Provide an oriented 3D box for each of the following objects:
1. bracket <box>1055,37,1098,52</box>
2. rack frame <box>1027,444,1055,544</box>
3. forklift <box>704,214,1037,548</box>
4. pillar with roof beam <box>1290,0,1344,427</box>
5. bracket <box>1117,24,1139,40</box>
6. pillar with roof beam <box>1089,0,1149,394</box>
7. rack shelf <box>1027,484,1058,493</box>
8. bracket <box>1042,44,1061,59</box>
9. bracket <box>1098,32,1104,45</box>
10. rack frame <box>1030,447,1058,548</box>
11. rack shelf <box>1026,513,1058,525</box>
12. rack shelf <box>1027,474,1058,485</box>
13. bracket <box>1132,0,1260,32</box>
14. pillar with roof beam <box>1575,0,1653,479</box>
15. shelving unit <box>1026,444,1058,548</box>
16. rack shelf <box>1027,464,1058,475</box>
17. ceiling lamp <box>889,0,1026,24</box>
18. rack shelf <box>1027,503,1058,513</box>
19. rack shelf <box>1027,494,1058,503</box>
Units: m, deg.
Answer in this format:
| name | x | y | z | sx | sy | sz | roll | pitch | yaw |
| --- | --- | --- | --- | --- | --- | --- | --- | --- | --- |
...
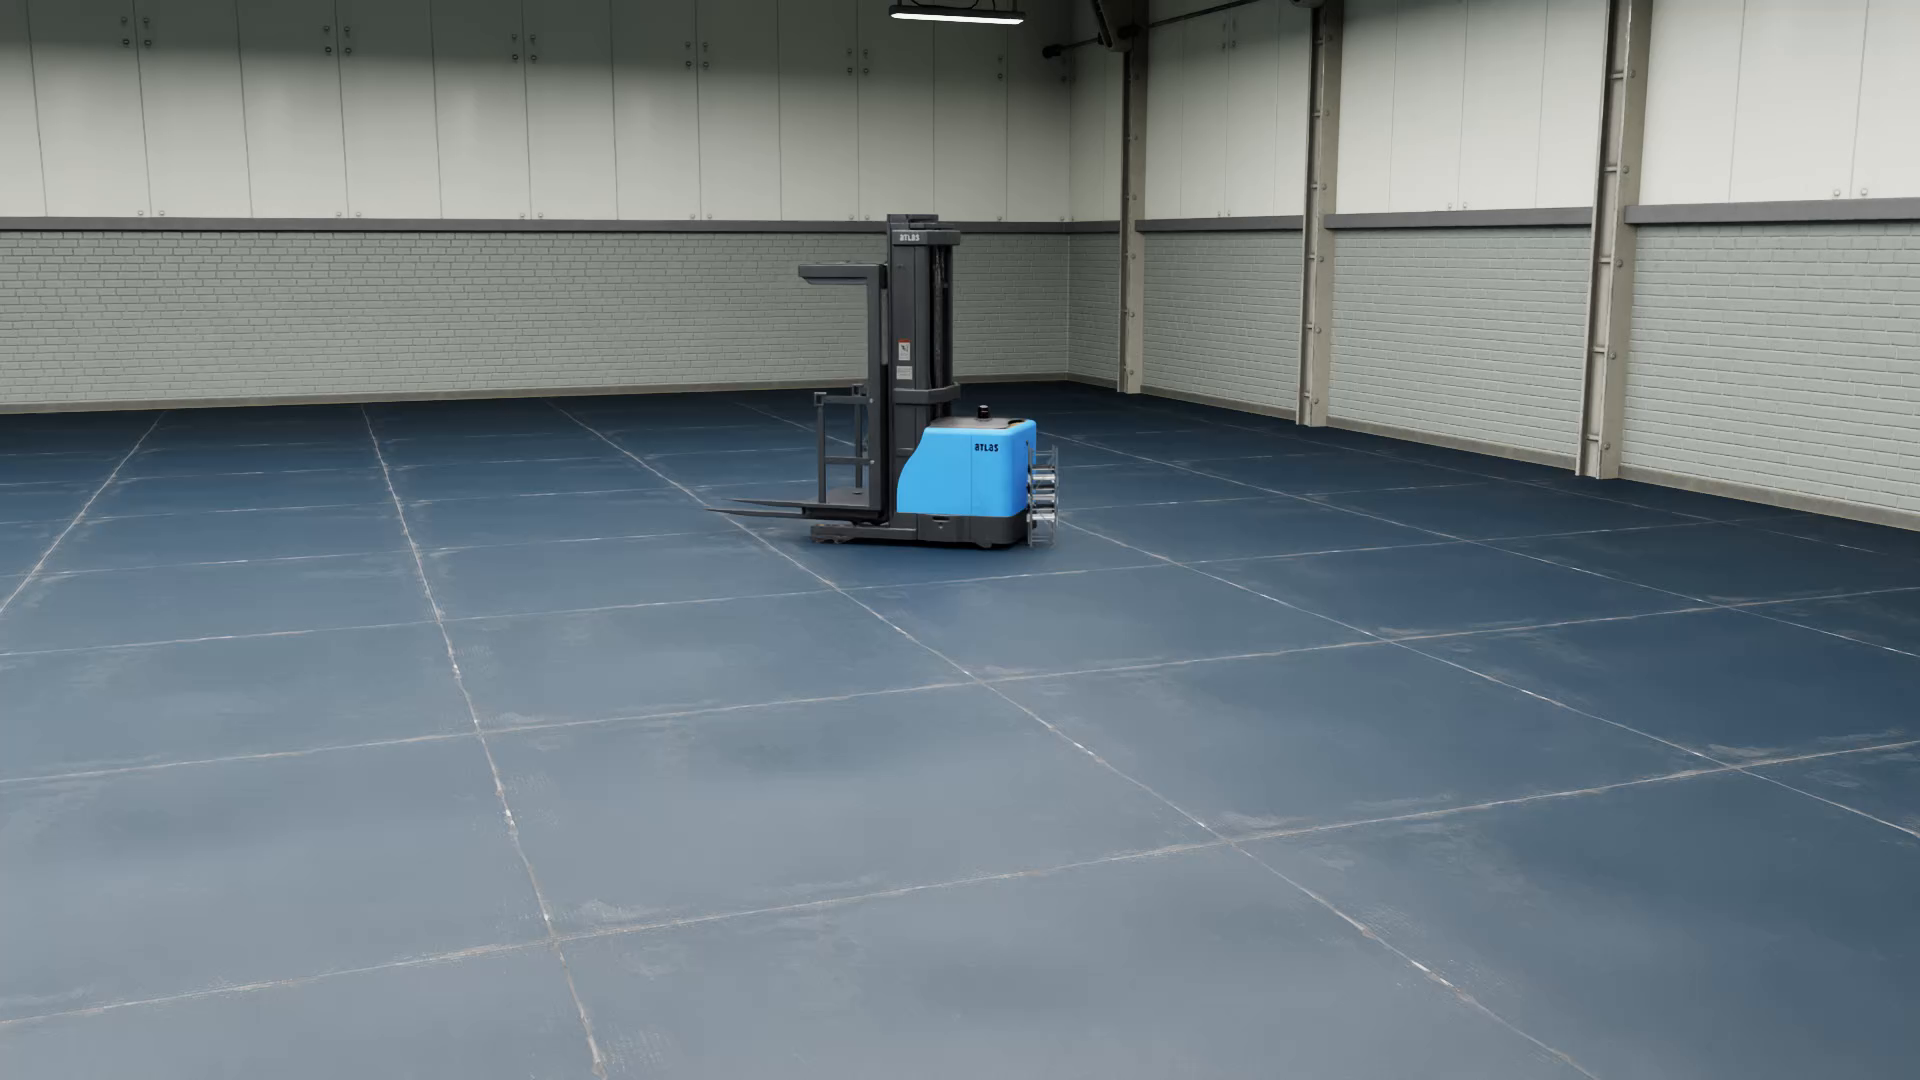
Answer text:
| name | x | y | z | sx | sy | sz | roll | pitch | yaw |
| --- | --- | --- | --- | --- | --- | --- | --- | --- | --- |
| bracket | 1.976 | -9.241 | 31.230 | 0.076 | 0.066 | 3.189 | -4 | 11 | -21 |
| rack frame | 0.729 | -0.413 | 15.000 | 0.240 | 0.900 | 0.006 | -1 | 10 | -4 |
| forklift | -0.857 | -1.495 | 15.284 | 3.031 | 2.935 | 1.130 | 3 | 10 | 16 |
| pillar with roof beam | 1.264 | -5.881 | 22.617 | 9.100 | 9.000 | 0.548 | -4 | 11 | -21 |
| bracket | 2.922 | -8.816 | 28.836 | 0.235 | 0.232 | 0.430 | -4 | 11 | -21 |
| pillar with roof beam | -0.910 | -6.860 | 28.123 | 9.100 | 9.000 | 0.548 | -4 | 11 | -21 |
| rack shelf | 0.737 | -0.451 | 14.890 | 0.258 | 0.077 | 0.200 | -1 | 10 | -4 |
| bracket | 1.762 | -9.338 | 31.772 | 0.235 | 0.232 | 0.430 | -4 | 11 | -21 |
| bracket | 2.621 | -8.951 | 29.597 | 0.235 | 0.232 | 0.430 | -4 | 11 | -21 |
| rack frame | 0.745 | -0.377 | 14.801 | 0.240 | 0.900 | 0.006 | -1 | 10 | -4 |
| rack shelf | 0.737 | -0.185 | 14.938 | 0.258 | 0.077 | 0.200 | -1 | 10 | -4 |
| rack shelf | 0.737 | -0.539 | 14.875 | 0.258 | 0.077 | 0.200 | -1 | 10 | -4 |
| bracket | 3.856 | -8.395 | 26.472 | 0.076 | 0.066 | 4.783 | -4 | 11 | -21 |
| pillar with roof beam | 3.439 | -4.902 | 17.111 | 9.100 | 9.000 | 0.400 | -4 | 11 | -21 |
| shelving unit | 0.737 | -0.395 | 14.900 | 0.258 | 0.900 | 0.210 | -1 | 10 | -4 |
| rack shelf | 0.737 | -0.628 | 14.859 | 0.258 | 0.077 | 0.200 | -1 | 10 | -4 |
| ceiling lamp | -0.121 | -9.062 | 23.832 | 2.000 | 3.185 | 0.800 | -4 | 11 | -21 |
| rack shelf | 0.737 | -0.273 | 14.922 | 0.258 | 0.077 | 0.200 | -1 | 10 | -4 |
| rack shelf | 0.737 | -0.362 | 14.906 | 0.258 | 0.077 | 0.200 | -1 | 10 | -4 |
